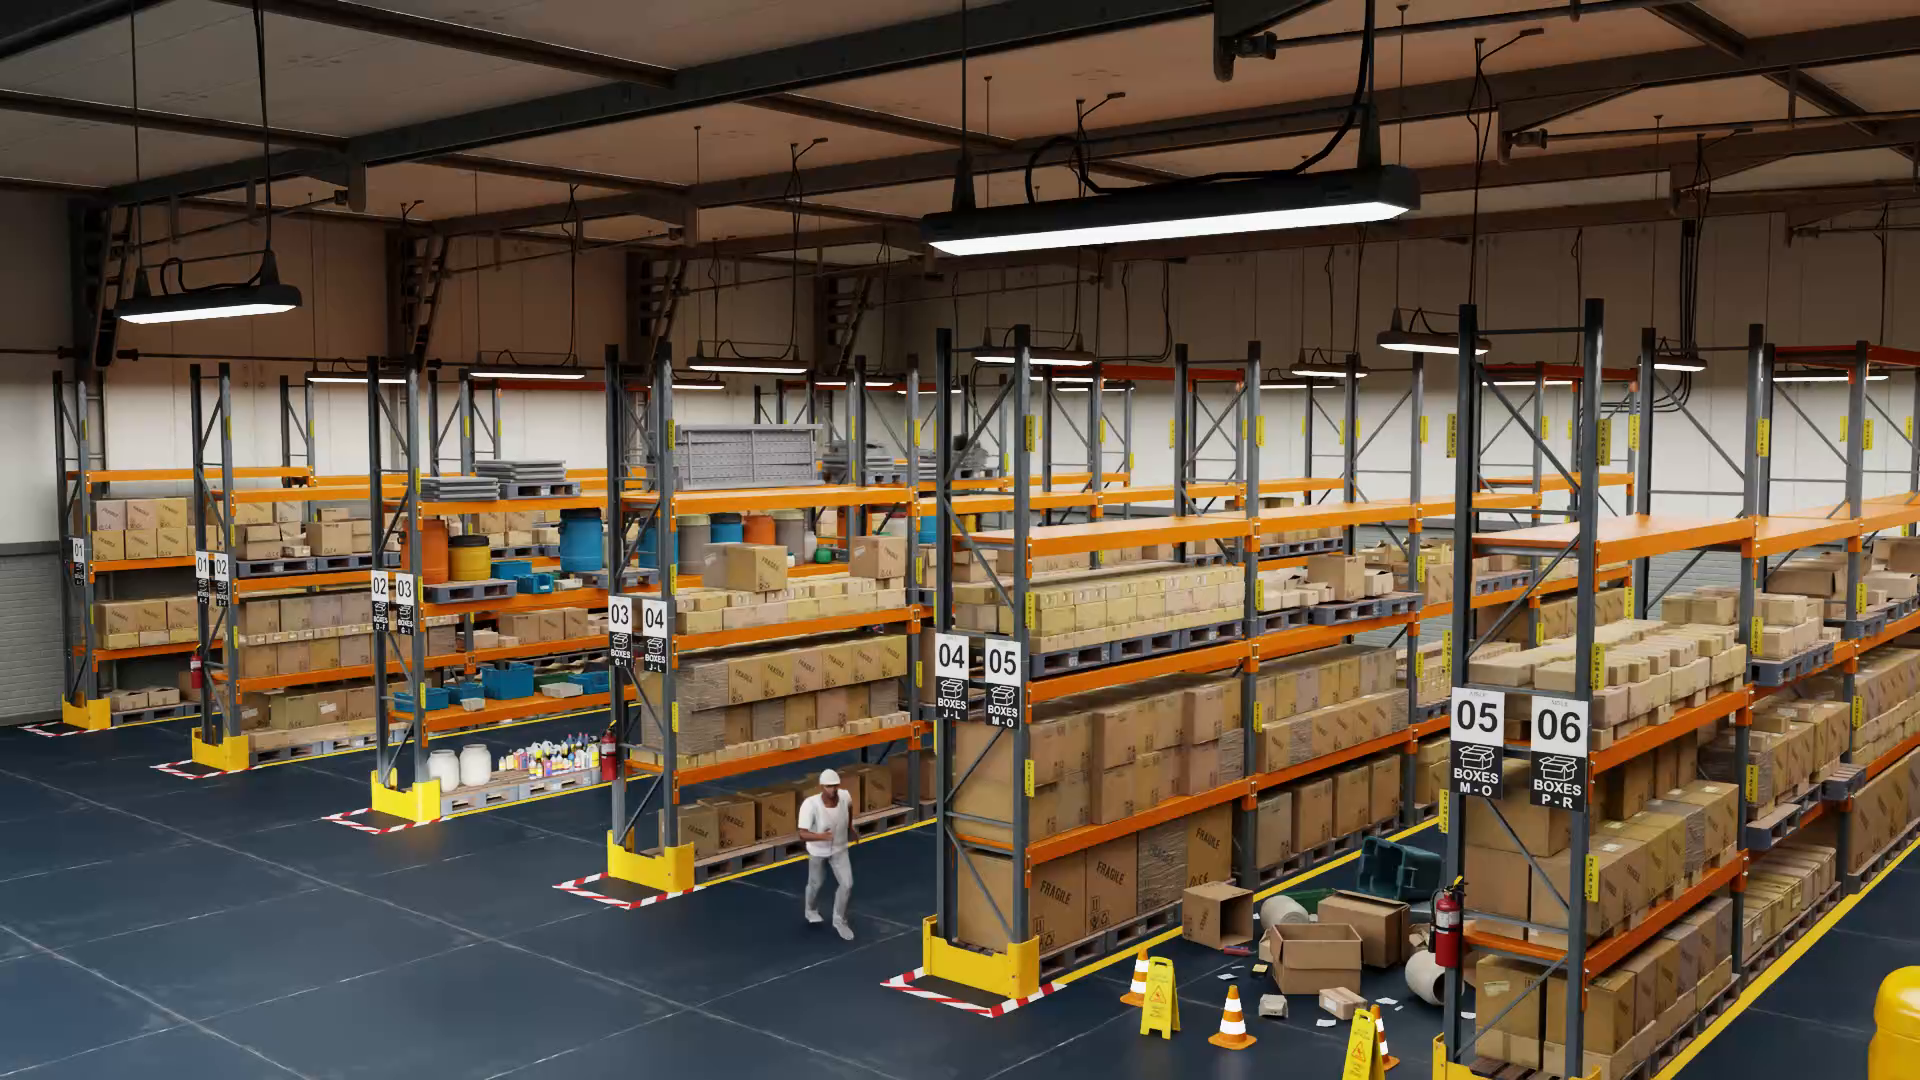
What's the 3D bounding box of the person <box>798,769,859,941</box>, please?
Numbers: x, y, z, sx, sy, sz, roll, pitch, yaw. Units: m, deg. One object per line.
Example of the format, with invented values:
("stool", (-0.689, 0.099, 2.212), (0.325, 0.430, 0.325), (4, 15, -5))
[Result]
("person", (-1.309, 3.114, 16.613), (0.717, 1.724, 0.990), (-2, 4, -22))
